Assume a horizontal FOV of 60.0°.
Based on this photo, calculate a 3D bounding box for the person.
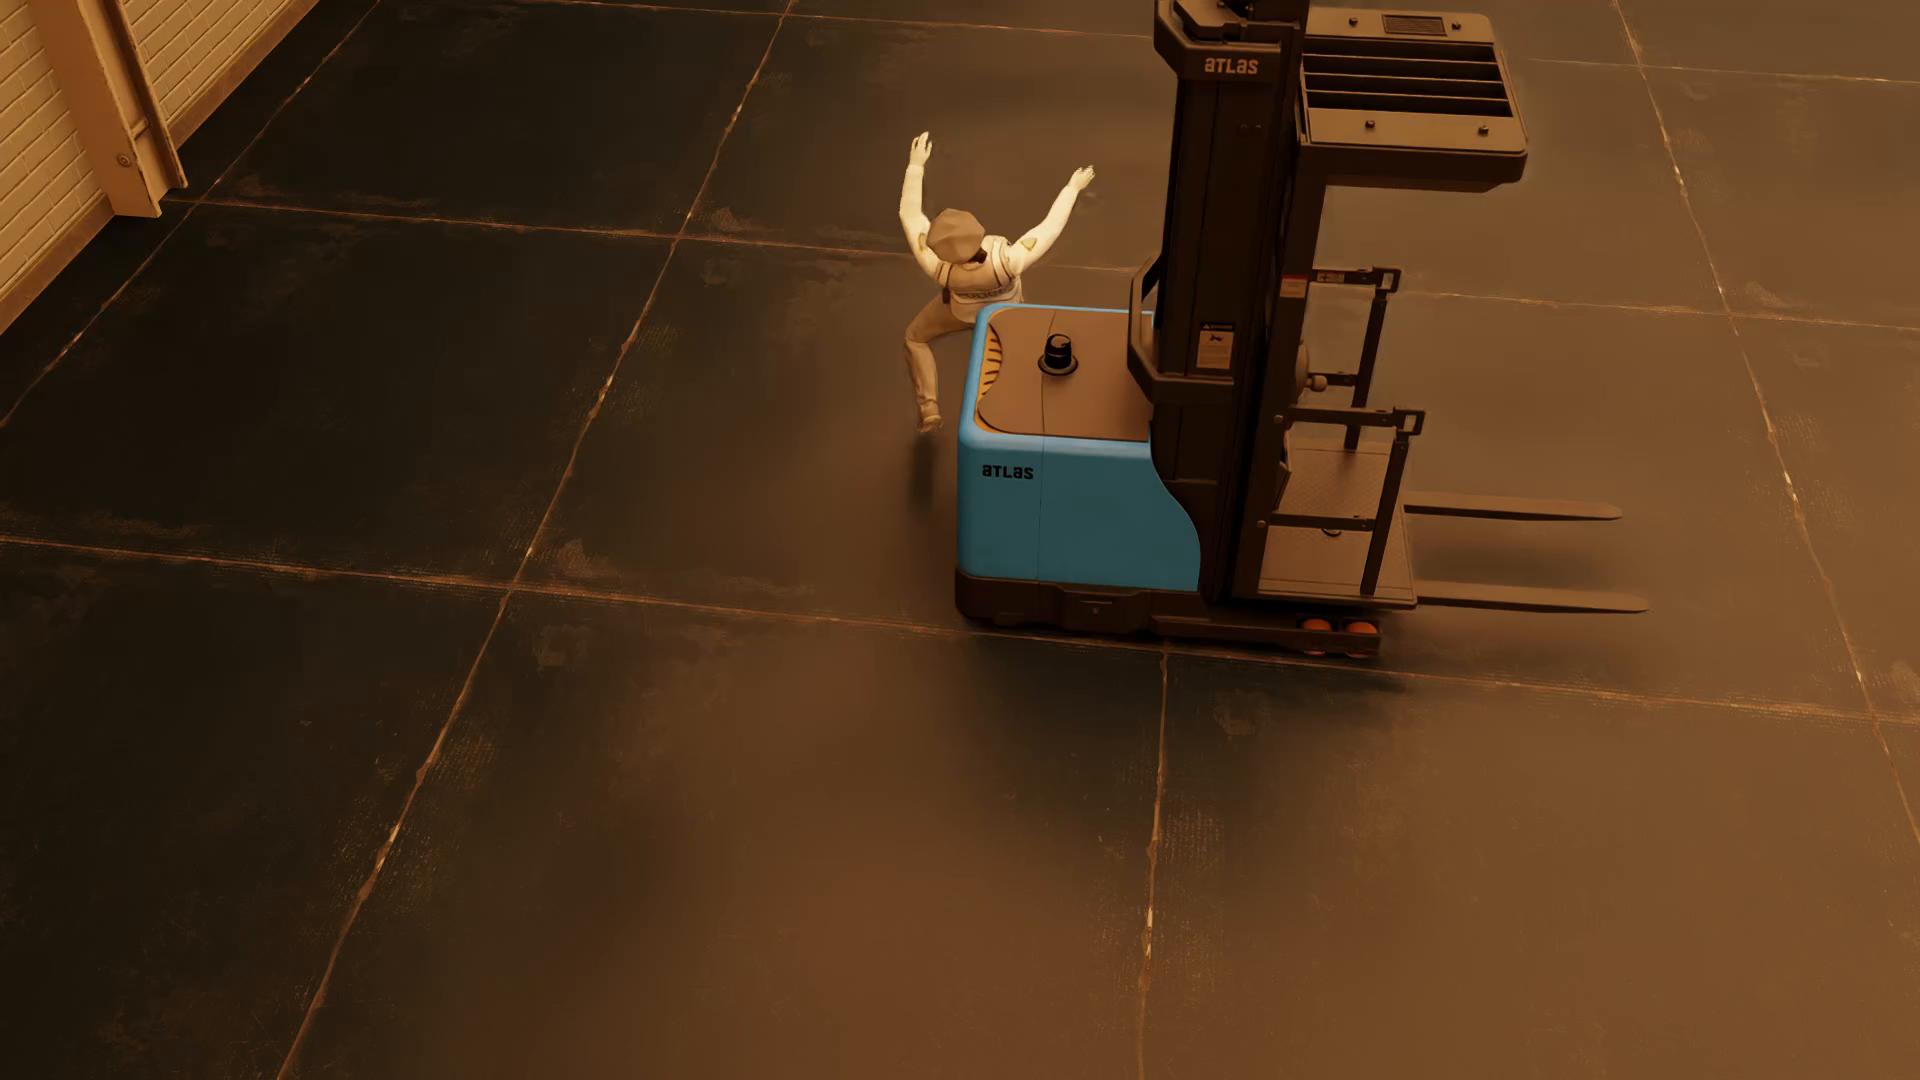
[{"bbox_3d":[0.197,-1.125,7.943,0.942,1.542,0.680,-4,43,-4],"label":"person"}]

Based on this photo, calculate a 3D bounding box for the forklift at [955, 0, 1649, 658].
[{"bbox_3d":[1.526,-0.939,6.747,3.031,2.935,1.130,4,43,4],"label":"forklift"}]
